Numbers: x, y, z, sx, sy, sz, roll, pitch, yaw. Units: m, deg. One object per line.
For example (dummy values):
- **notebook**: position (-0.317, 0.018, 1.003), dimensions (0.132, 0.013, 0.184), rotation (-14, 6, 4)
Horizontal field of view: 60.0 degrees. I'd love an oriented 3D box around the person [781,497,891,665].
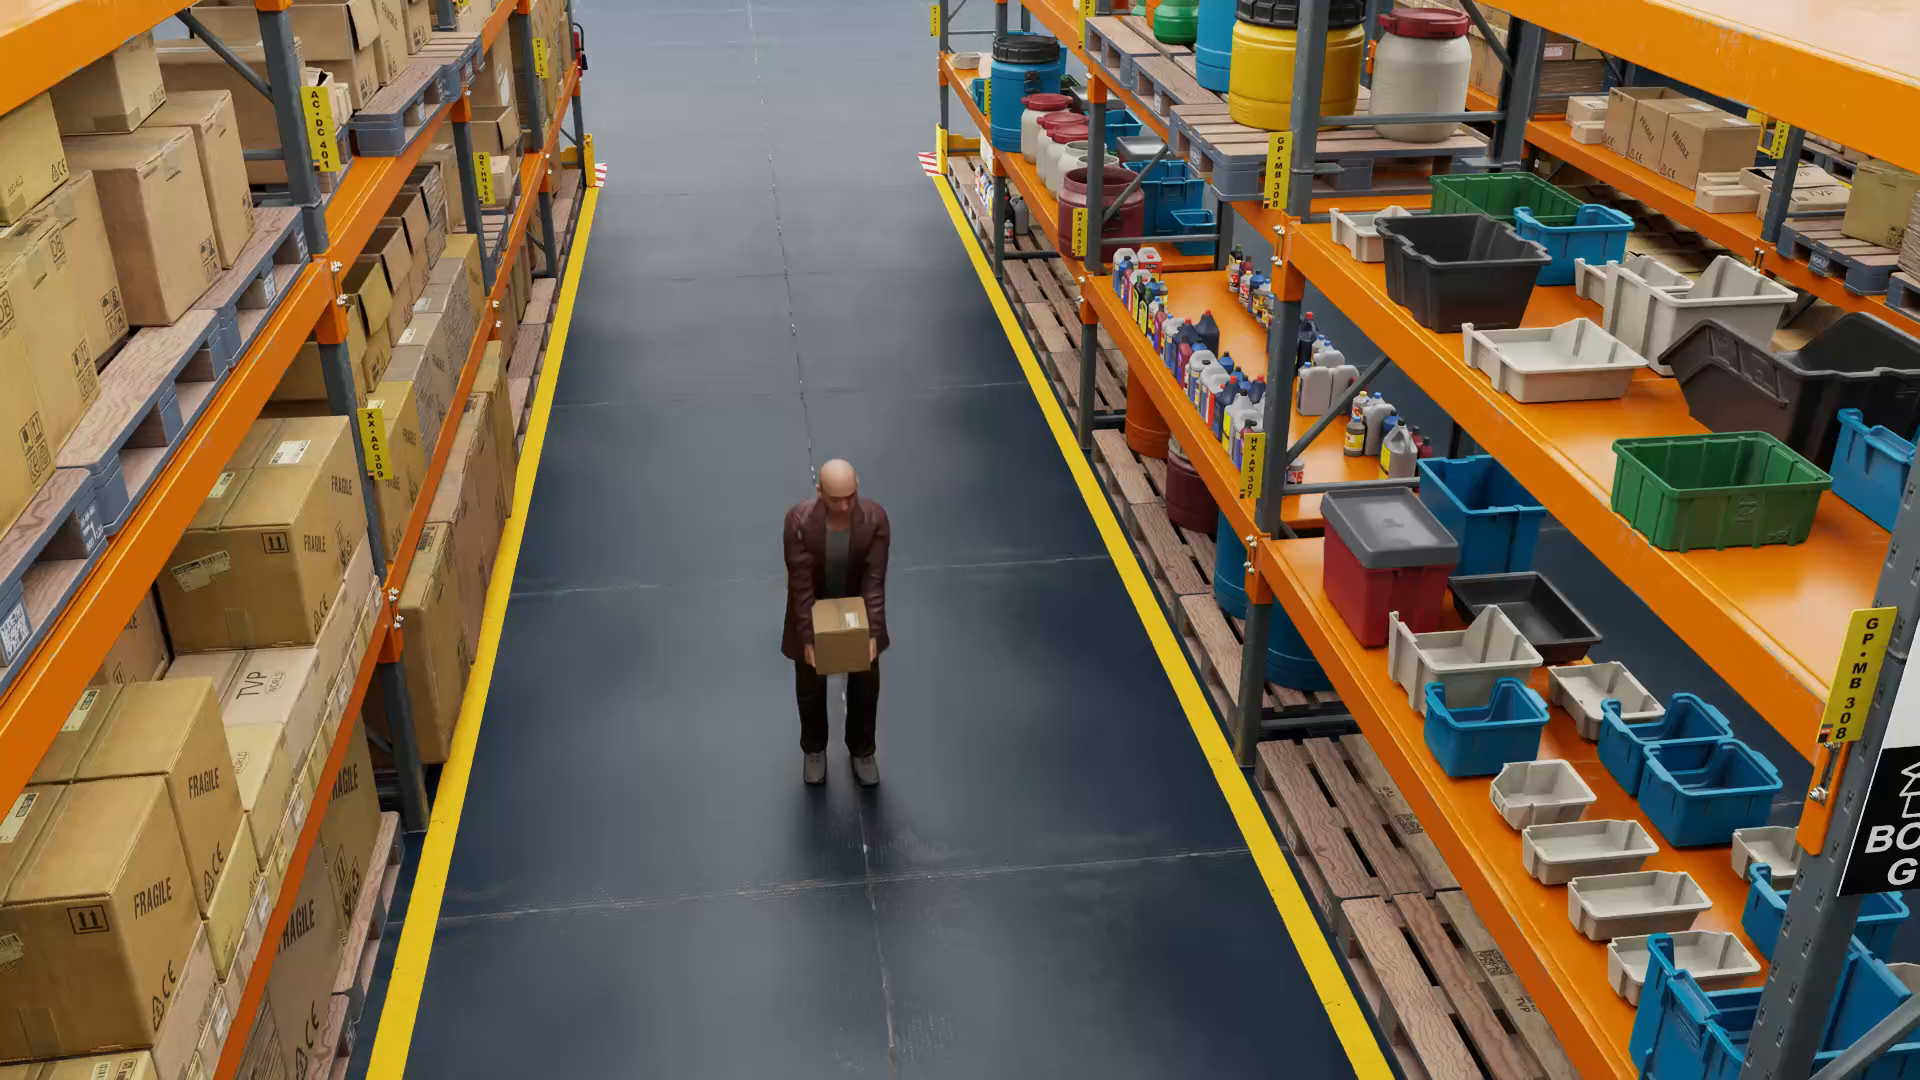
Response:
- **person**: position (-0.594, 0.171, 7.836), dimensions (0.533, 0.921, 0.526), rotation (-4, 27, -8)
